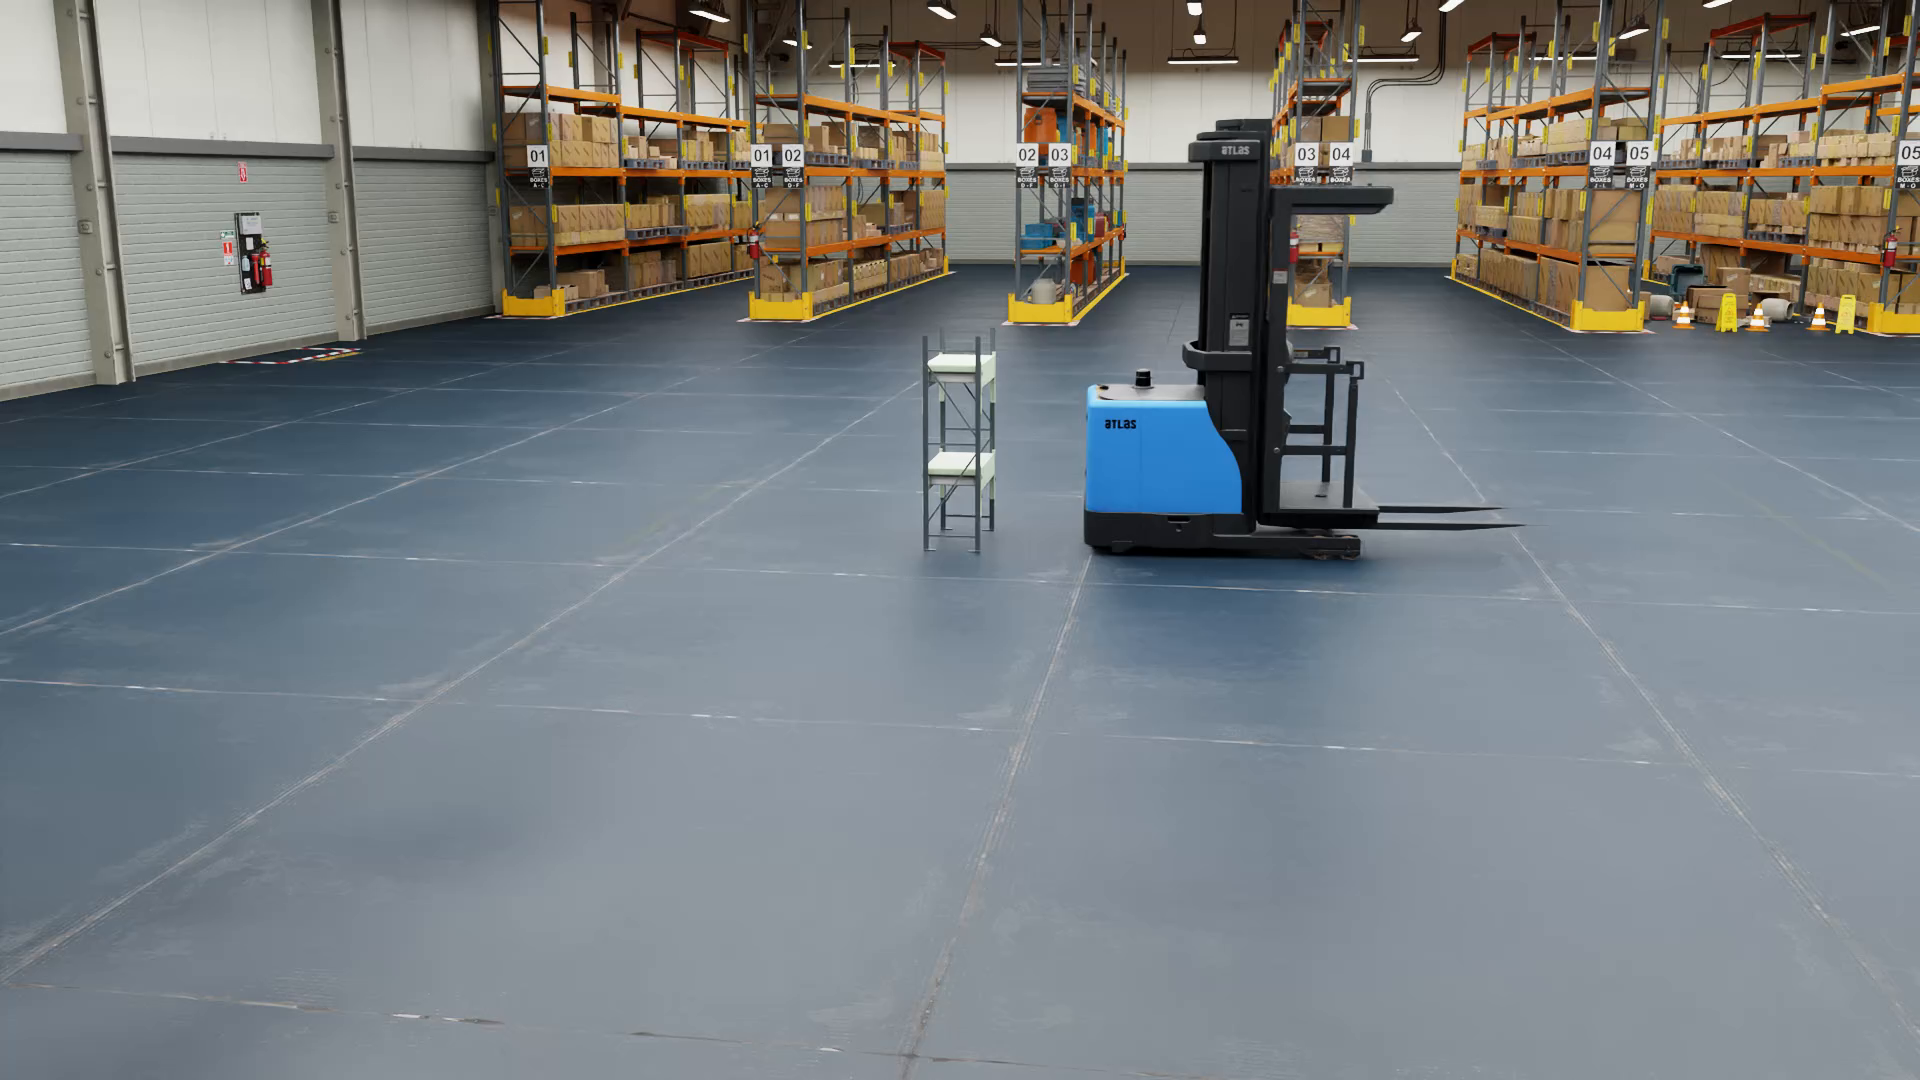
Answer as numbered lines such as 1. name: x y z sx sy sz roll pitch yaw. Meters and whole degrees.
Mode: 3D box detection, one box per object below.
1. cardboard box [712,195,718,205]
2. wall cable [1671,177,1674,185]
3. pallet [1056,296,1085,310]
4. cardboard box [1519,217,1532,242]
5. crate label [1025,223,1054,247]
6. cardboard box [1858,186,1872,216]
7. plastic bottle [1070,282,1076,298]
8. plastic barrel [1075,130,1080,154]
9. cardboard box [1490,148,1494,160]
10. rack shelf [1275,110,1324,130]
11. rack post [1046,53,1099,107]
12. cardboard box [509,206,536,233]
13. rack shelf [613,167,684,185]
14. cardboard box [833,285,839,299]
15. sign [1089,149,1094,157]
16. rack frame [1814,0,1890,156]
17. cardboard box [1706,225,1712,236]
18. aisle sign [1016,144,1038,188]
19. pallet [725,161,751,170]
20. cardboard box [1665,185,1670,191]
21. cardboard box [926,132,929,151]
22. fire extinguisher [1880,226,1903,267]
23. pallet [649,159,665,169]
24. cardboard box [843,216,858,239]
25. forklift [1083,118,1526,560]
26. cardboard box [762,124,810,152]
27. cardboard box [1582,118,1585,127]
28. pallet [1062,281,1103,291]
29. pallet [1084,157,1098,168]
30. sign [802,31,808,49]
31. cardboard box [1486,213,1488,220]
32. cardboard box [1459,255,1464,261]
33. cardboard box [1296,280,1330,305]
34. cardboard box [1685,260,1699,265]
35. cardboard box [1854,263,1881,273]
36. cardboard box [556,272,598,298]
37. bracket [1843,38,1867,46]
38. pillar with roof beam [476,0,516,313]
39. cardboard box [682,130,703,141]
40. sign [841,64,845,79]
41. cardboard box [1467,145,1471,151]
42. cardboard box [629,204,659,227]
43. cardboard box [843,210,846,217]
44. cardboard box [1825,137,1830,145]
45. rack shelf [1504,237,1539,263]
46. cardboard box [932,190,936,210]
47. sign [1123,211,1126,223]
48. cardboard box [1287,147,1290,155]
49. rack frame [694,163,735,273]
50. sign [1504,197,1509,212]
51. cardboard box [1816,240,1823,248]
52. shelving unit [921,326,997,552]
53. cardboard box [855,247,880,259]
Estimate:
1. cardboard box: -6.410 -8.566 41.848 0.500 0.250 0.500 2 12 10
2. wall cable: 20.914 -9.971 48.727 0.588 1.984 0.122 2 12 9
3. pallet: 1.990 -4.825 33.880 1.003 0.211 1.213 2 12 9
4. cardboard box: 11.961 -6.467 34.642 0.500 0.500 0.500 2 12 8
5. crate label: 1.535 -5.903 32.180 0.502 0.435 0.616 2 12 9
6. cardboard box: 16.154 -5.914 28.998 0.700 0.500 0.500 2 12 9
7. plastic bottle: 2.241 -4.996 33.299 0.144 0.351 0.185 2 12 8
8. plastic barrel: 2.308 -8.535 36.339 0.600 0.830 0.708 2 12 9
9. cardboard box: 12.802 -9.101 39.199 0.500 0.311 0.500 2 12 8
10. rack shelf: 7.951 -9.800 38.766 1.077 0.370 4.000 2 12 9
11. rack post: 2.352 -9.769 35.491 1.013 1.000 3.121 2 12 9
12. cardboard box: -8.407 -6.223 32.277 0.500 0.500 0.500 2 12 8
13. rack shelf: -7.347 -8.178 37.410 1.077 0.370 4.000 2 12 9
14. cardboard box: -2.764 -5.037 33.775 0.500 0.250 0.500 2 12 9
15. sign: 2.676 -7.777 33.819 0.100 0.325 0.005 2 12 9
16. rack frame: 16.821 -8.778 31.362 1.000 3.000 0.127 2 12 9
17. cardboard box: 17.550 -7.140 38.360 0.500 0.250 0.500 2 12 8
18. aisle sign: 1.215 -6.759 30.067 0.394 0.787 0.004 2 12 9
19. pallet: -6.098 -10.159 45.103 1.003 0.211 1.213 2 12 9
20. cardboard box: 18.192 -8.970 42.346 0.380 0.149 0.250 1 12 7
21. cardboard box: -1.204 -10.463 43.694 0.700 0.500 0.500 2 12 9
22. fire extinguisher: 15.733 -4.965 28.098 0.296 0.674 0.183 2 12 9
23. pallet: -7.298 -8.363 37.005 1.213 0.211 1.003 2 12 9
24. cardboard box: -2.544 -6.806 36.215 0.500 0.500 0.500 3 12 13
25. forklift: 2.403 -1.410 11.580 3.031 2.935 1.130 1 12 4
26. cardboard box: -3.282 -7.565 31.282 0.797 0.503 0.637 3 12 13
27. cardboard box: 11.055 -7.272 28.966 0.380 0.149 0.250 2 12 9
28. pallet: 2.830 -5.961 39.154 1.003 0.211 1.213 2 12 9
29. pallet: 2.120 -7.547 33.221 1.213 0.211 1.003 2 12 9
30. sign: -2.827 -9.102 30.277 0.100 0.325 0.005 2 12 9
31. cardboard box: 12.391 -7.485 38.497 0.380 0.149 0.250 2 12 8
32. cardboard box: 13.254 -7.377 43.462 0.380 0.149 0.250 2 12 8
33. cardboard box: 6.584 -4.572 31.023 0.500 0.500 0.500 5 13 23
34. cardboard box: 18.254 -6.590 40.538 0.875 0.438 0.875 2 12 8
35. cardboard box: 16.061 -4.811 29.407 0.380 0.149 0.250 2 12 10
36. cardboard box: -7.825 -5.219 33.978 0.700 0.500 0.500 1 12 5
37. bracket: 25.019 -14.087 47.454 0.076 0.066 5.218 2 12 9
38. pillar with roof beam: -4.763 -8.782 31.382 9.100 9.000 0.400 2 12 9
39. cardboard box: -6.759 -10.115 41.628 0.500 0.250 0.500 1 12 7
40. sign: -2.682 -10.764 38.174 0.100 0.325 0.005 2 12 9
41. cardboard box: 13.276 -10.097 42.829 0.380 0.149 0.250 2 12 9
42. cardboard box: -7.271 -7.386 37.863 0.700 0.500 0.500 2 12 9
43. cardboard box: -2.589 -6.790 34.604 0.380 0.149 0.250 2 12 9
44. cardboard box: 16.439 -7.468 31.110 0.380 0.149 0.250 2 12 10
45. rack shelf: 12.222 -6.049 34.649 1.077 0.370 4.000 2 12 9
46. cardboard box: -0.941 -9.102 44.496 0.500 0.500 0.500 2 12 10
47. sign: 4.526 -8.890 45.736 0.100 0.325 0.005 2 12 9
48. cardboard box: 6.674 -7.696 32.875 0.380 0.149 0.250 2 12 7
49. rack frame: -6.424 -8.313 43.446 1.000 3.000 0.127 2 12 9
50. sign: 11.992 -7.360 36.464 0.100 0.325 0.005 2 12 9
51. cardboard box: 16.468 -5.613 31.513 0.380 0.149 0.250 2 12 10
52. shelving unit: -0.001 -0.732 11.829 0.431 1.500 0.755 2 12 9
53. cardboard box: -2.228 -6.894 39.973 0.500 0.250 0.500 2 12 11
